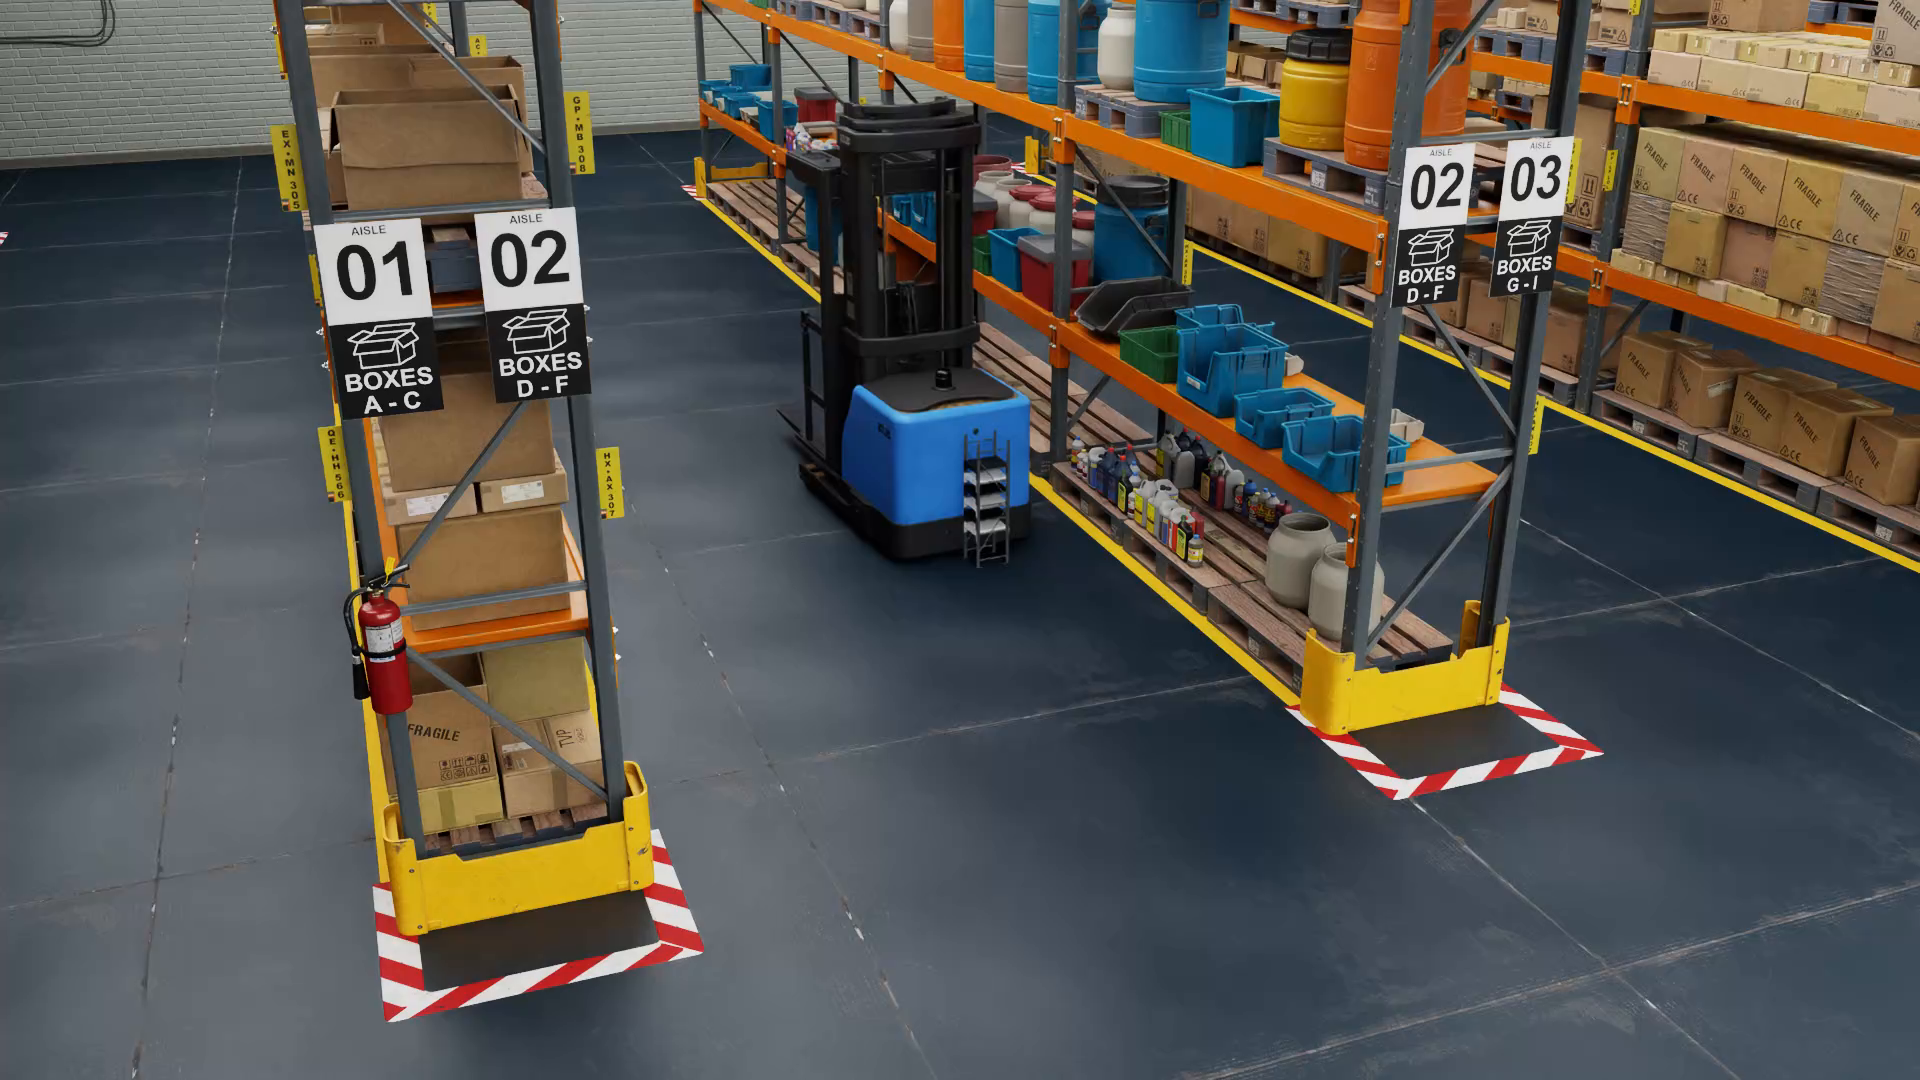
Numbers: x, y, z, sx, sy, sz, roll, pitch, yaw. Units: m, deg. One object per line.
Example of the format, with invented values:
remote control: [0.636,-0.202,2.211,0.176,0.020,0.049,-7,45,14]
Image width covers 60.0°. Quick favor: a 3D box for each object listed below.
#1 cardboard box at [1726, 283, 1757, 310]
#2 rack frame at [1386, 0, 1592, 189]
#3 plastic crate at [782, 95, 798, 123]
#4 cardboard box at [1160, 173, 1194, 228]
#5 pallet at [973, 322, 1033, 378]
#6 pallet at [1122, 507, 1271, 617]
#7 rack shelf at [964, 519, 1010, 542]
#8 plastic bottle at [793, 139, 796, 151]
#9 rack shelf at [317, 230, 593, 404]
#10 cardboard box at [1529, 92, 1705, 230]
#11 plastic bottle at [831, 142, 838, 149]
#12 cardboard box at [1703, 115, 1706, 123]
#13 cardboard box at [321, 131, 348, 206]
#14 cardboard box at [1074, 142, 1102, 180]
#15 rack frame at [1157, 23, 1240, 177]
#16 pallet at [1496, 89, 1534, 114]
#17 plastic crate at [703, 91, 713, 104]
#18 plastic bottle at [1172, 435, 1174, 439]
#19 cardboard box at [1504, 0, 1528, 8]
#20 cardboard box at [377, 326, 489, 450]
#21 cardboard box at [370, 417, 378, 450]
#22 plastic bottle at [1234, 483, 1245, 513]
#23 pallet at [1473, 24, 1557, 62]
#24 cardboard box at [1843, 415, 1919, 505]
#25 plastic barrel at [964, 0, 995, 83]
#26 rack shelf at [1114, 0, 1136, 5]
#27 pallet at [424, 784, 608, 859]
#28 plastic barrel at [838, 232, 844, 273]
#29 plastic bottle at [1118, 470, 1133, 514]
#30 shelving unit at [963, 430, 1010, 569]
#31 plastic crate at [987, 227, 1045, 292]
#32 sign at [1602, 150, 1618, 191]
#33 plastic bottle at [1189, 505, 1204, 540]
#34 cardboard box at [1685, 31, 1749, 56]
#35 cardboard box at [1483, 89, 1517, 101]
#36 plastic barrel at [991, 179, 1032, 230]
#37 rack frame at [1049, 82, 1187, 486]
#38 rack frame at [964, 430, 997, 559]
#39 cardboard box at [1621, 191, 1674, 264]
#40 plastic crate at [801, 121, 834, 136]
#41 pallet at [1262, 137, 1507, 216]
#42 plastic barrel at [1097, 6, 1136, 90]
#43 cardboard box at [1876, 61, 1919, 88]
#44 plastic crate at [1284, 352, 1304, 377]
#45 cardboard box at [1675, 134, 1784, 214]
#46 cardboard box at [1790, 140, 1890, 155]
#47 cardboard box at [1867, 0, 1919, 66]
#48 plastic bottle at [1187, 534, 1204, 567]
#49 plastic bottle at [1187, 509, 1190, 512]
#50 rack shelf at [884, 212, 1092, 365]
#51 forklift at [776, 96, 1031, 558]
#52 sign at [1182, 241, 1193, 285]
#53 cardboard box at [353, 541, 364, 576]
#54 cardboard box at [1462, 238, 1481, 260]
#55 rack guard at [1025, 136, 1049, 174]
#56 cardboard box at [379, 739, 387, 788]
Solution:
cardboard box: [6.065,-1.863,12.632,0.380,0.149,0.250,-8,24,-19]
rack frame: [2.586,-3.181,7.710,1.000,3.000,0.127,-8,24,-19]
plastic crate: [-2.021,-5.330,20.608,0.437,0.282,0.530,-8,24,-19]
cardboard box: [3.225,-4.441,20.618,1.225,0.875,0.875,-8,24,-19]
pallet: [-0.003,-1.751,15.633,1.003,0.211,1.213,-8,24,-19]
pallet: [1.806,0.109,11.219,1.003,0.211,1.213,-8,24,-19]
rack shelf: [0.179,-0.074,11.317,0.258,0.077,0.200,-10,25,-23]
plastic bottle: [-1.818,-4.405,18.595,0.097,0.201,0.097,0,23,0]
rack shelf: [-2.756,-1.515,8.547,1.077,0.370,4.000,-8,24,-19]
cardboard box: [5.657,-3.327,14.468,1.000,1.000,1.000,-8,24,-19]
plastic bottle: [-1.316,-3.983,17.402,0.144,0.351,0.185,-8,24,-19]
cardboard box: [8.465,-4.840,19.155,0.380,0.149,0.250,-8,24,-18]
cardboard box: [-2.703,-1.691,7.511,0.500,0.250,0.500,-8,24,-19]
cardboard box: [2.189,-5.572,23.302,0.875,0.875,0.875,-8,24,-19]
rack frame: [2.980,-5.456,20.833,1.000,3.000,0.127,-8,24,-19]
pallet: [7.790,-5.714,21.691,1.003,0.211,1.213,-8,24,-19]
plastic crate: [-3.251,-5.873,22.085,0.250,0.136,0.298,-8,24,-19]
plastic bottle: [1.592,-0.694,12.570,0.097,0.201,0.097,0,23,0]
cardboard box: [5.148,-5.155,15.485,0.500,0.500,0.500,-8,24,-18]
cardboard box: [-2.412,-0.763,7.899,0.700,0.500,0.500,-9,24,-20]
cardboard box: [-2.727,-0.570,8.277,0.380,0.149,0.250,-8,24,-17]
plastic bottle: [1.973,-0.303,11.642,0.097,0.201,0.097,0,23,0]
pallet: [5.319,-4.460,14.850,1.213,0.211,1.003,-8,24,-19]
cardboard box: [6.771,-0.579,11.940,0.500,0.500,0.500,-2,23,-5]
plastic barrel: [0.328,-4.113,13.139,0.600,0.901,0.708,-8,24,-19]
rack shelf: [2.274,-7.233,22.114,1.077,0.370,4.000,-8,24,-19]
pallet: [-2.359,1.275,8.453,1.003,0.211,1.213,-8,24,-19]
plastic barrel: [-1.111,-3.149,18.021,0.421,0.512,0.421,0,23,0]
plastic bottle: [1.156,-0.336,11.616,0.061,0.283,0.133,-7,24,-17]
shelving unit: [0.179,-0.271,11.234,0.258,0.900,0.210,-10,25,-23]
plastic crate: [0.492,-2.220,13.176,0.392,0.384,0.575,-8,24,-19]
sign: [5.288,-3.005,13.527,0.100,0.325,0.005,-8,24,-19]
plastic bottle: [1.563,-0.085,11.019,0.061,0.283,0.133,-8,24,-19]
cardboard box: [5.791,-3.798,12.717,0.380,0.149,0.250,-10,25,-22]
cardboard box: [7.336,-6.056,22.579,0.380,0.149,0.250,-9,24,-20]
plastic barrel: [0.472,-2.877,14.570,0.421,0.512,0.421,0,23,0]
rack frame: [1.173,-1.870,12.324,1.000,3.000,0.127,-8,24,-19]
rack frame: [0.136,-0.307,11.319,0.240,0.900,0.006,-10,25,-23]
cardboard box: [5.907,-2.560,13.451,0.875,0.500,0.500,-8,24,-19]
plastic crate: [-1.684,-4.871,19.708,0.396,0.136,0.243,-8,24,-19]
pallet: [2.385,-2.025,9.074,1.003,0.211,1.213,-8,24,-19]
plastic barrel: [1.141,-3.313,11.203,0.421,0.512,0.421,0,23,0]
cardboard box: [6.376,-3.124,11.119,0.380,0.149,0.250,-10,25,-22]
plastic crate: [1.983,-1.193,11.057,0.530,0.136,0.437,-8,24,-19]
cardboard box: [5.905,-2.813,12.763,0.500,0.500,0.500,-8,24,-19]
cardboard box: [6.576,-2.704,12.504,0.500,0.500,0.500,-8,24,-19]
cardboard box: [6.435,-3.420,10.985,0.500,0.500,0.500,-8,24,-19]
plastic bottle: [1.527,0.063,10.774,0.097,0.201,0.097,0,23,0]
plastic bottle: [1.524,-0.106,11.176,0.097,0.201,0.097,0,23,0]
rack shelf: [0.466,-2.265,14.188,1.077,0.370,4.000,-8,24,-19]
forklift: [-0.581,-1.766,12.166,1.130,2.935,3.031,-10,25,-23]
sign: [1.691,-2.069,12.439,0.100,0.325,0.005,-8,24,-19]
cardboard box: [-3.060,0.293,9.227,0.500,0.500,0.500,-8,24,-19]
cardboard box: [4.855,-2.968,16.617,0.500,0.250,0.500,-6,23,-13]
rack guard: [1.559,-5.766,24.787,1.175,0.500,0.348,-8,24,-19]
cardboard box: [-2.703,1.001,8.512,0.500,0.250,0.500,-8,24,-19]
